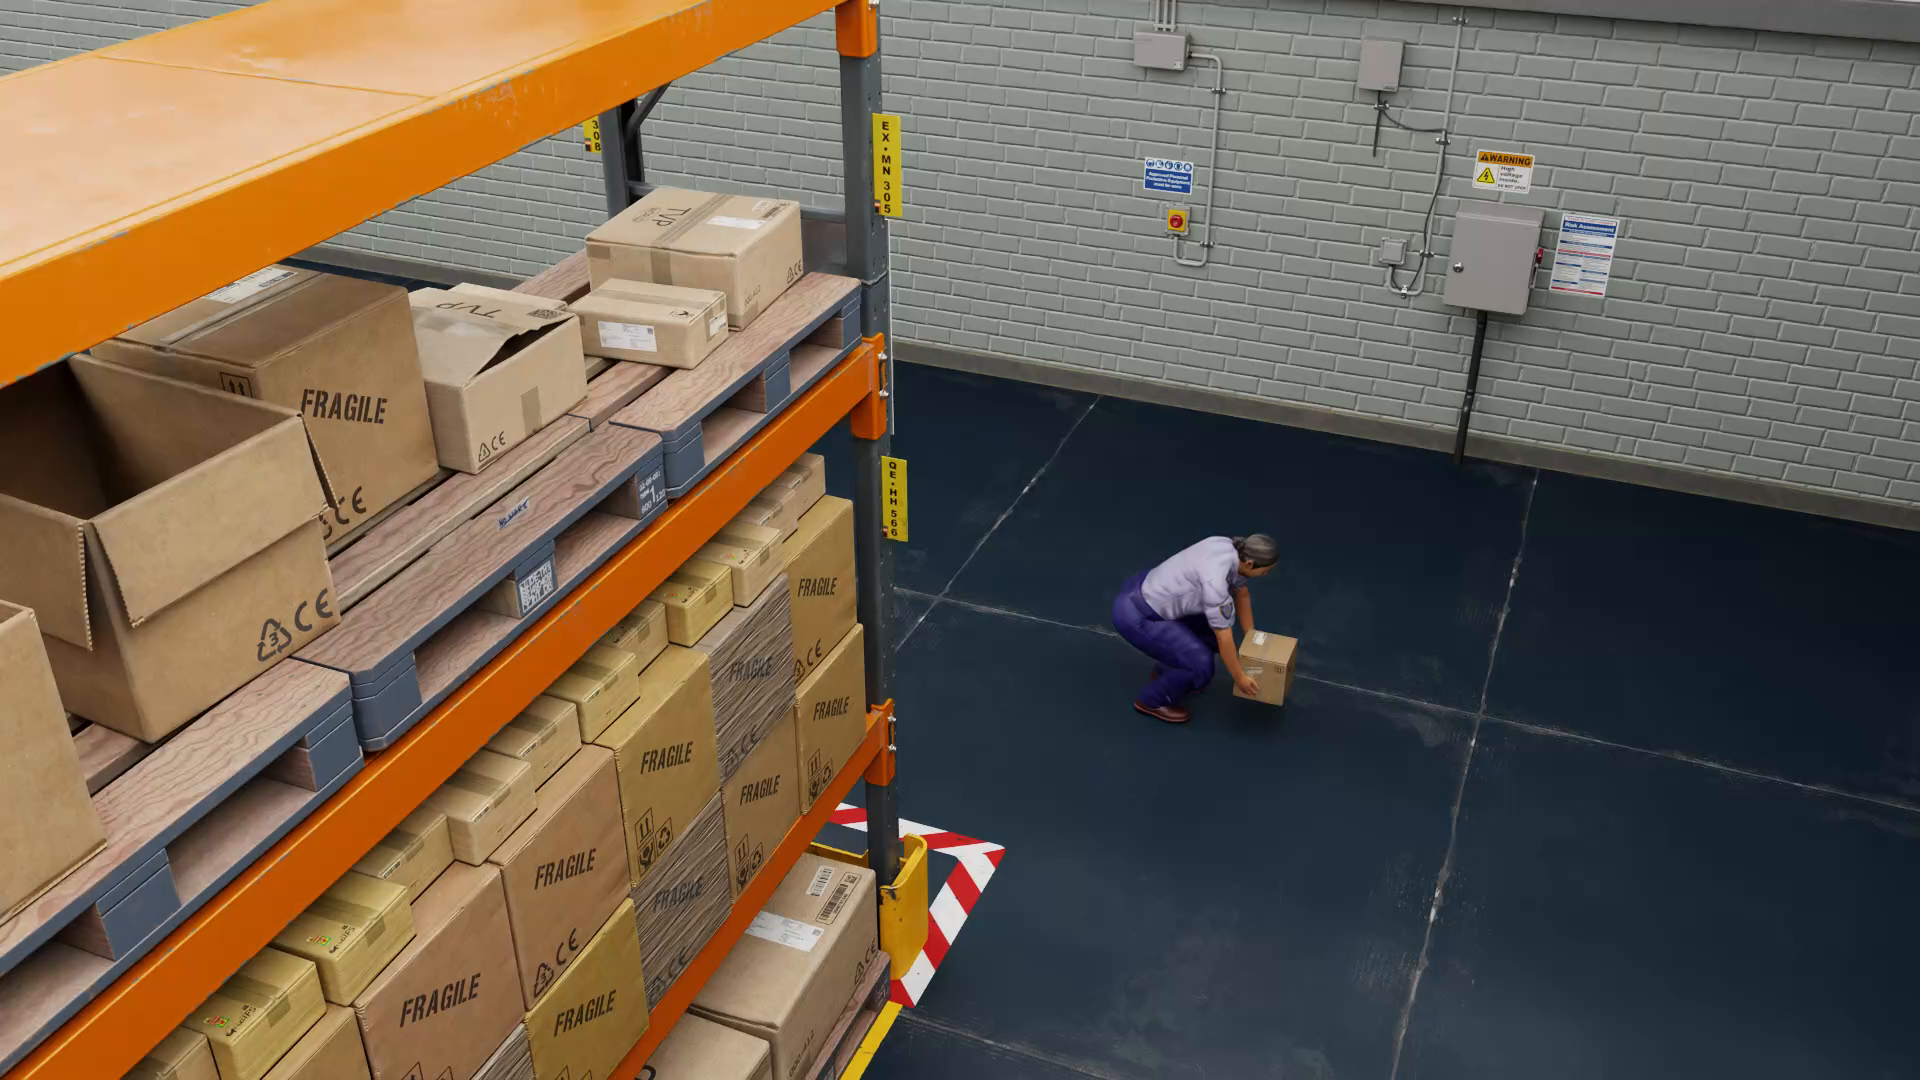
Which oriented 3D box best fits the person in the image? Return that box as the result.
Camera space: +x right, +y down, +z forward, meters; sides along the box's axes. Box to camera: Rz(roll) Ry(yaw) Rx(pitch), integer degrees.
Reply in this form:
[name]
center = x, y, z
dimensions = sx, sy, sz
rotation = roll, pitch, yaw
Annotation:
[person]
center = 1.174, 0.387, 8.355
dimensions = 0.793, 1.033, 0.529
rotation = 11, 32, 19
